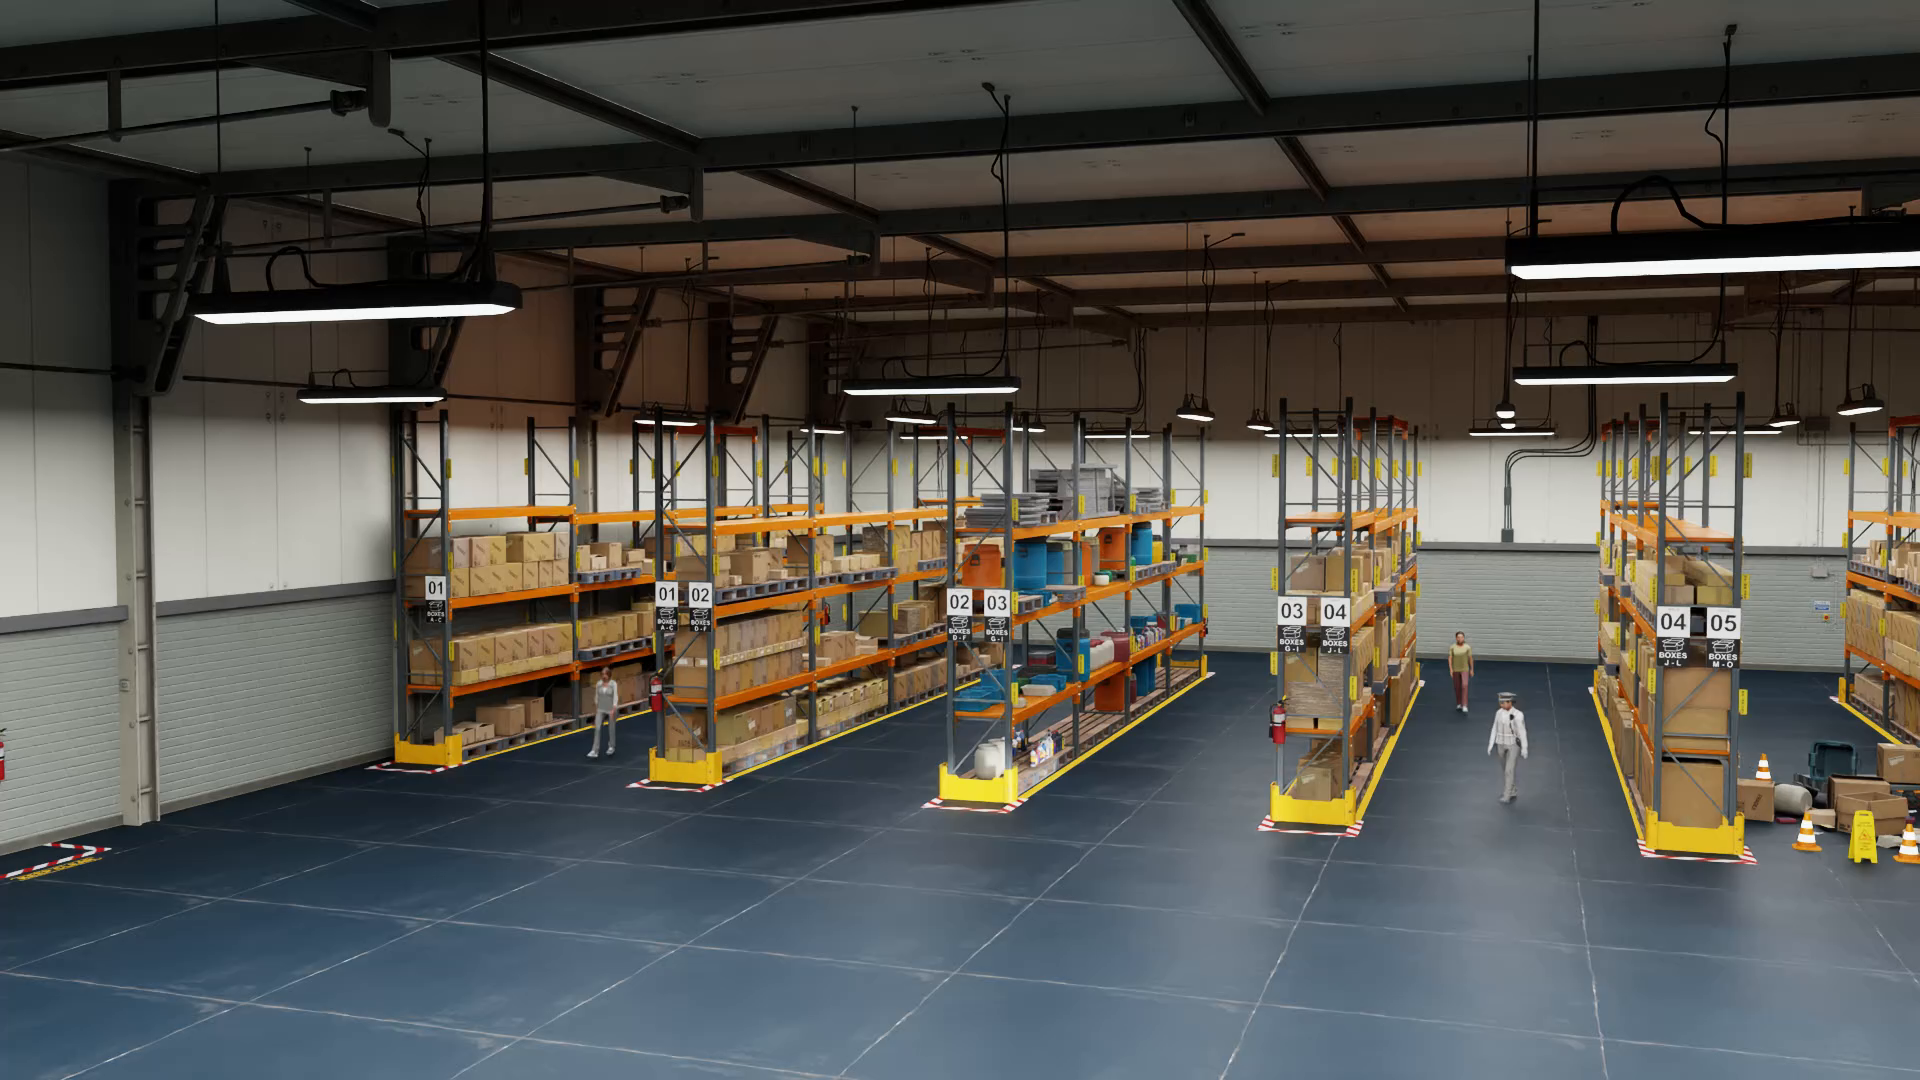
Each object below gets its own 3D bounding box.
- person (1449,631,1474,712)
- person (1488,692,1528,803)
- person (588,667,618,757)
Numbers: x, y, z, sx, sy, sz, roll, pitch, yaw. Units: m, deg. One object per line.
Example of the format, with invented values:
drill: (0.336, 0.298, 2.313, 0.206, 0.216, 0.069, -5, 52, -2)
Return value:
person: (10.281, 2.695, 34.193, 0.482, 1.626, 0.947, 1, 3, 26)
person: (8.245, 3.102, 25.083, 0.871, 1.611, 0.537, -2, 3, -39)
person: (-6.151, 2.973, 28.748, 0.475, 1.548, 0.951, 0, 2, -6)
